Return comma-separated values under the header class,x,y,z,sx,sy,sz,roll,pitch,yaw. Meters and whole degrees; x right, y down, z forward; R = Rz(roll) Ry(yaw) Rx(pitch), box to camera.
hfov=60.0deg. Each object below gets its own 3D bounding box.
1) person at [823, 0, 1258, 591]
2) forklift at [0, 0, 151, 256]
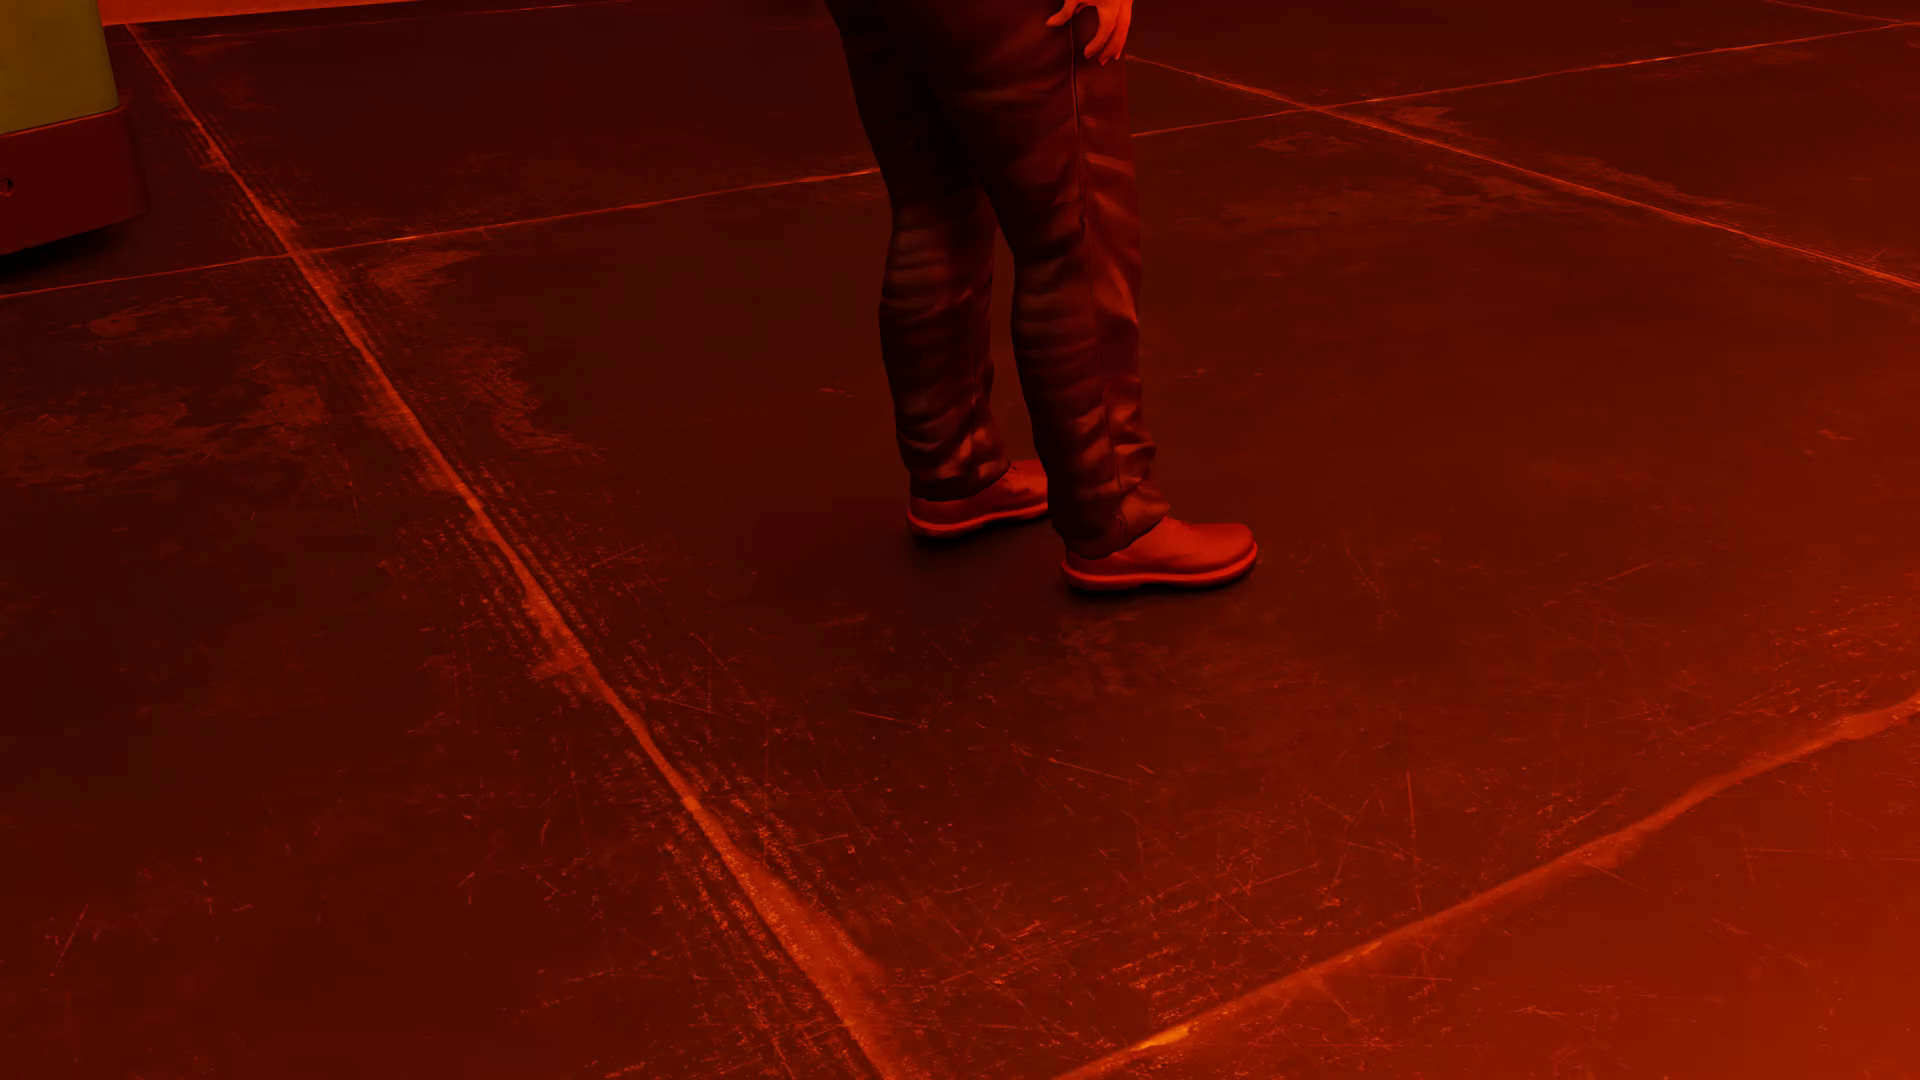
class,x,y,z,sx,sy,sz,roll,pitch,yaw
person,0.090,-0.752,2.146,0.502,1.651,0.598,-15,30,-26
forklift,-3.406,-2.137,3.472,3.031,2.935,1.130,14,30,26
